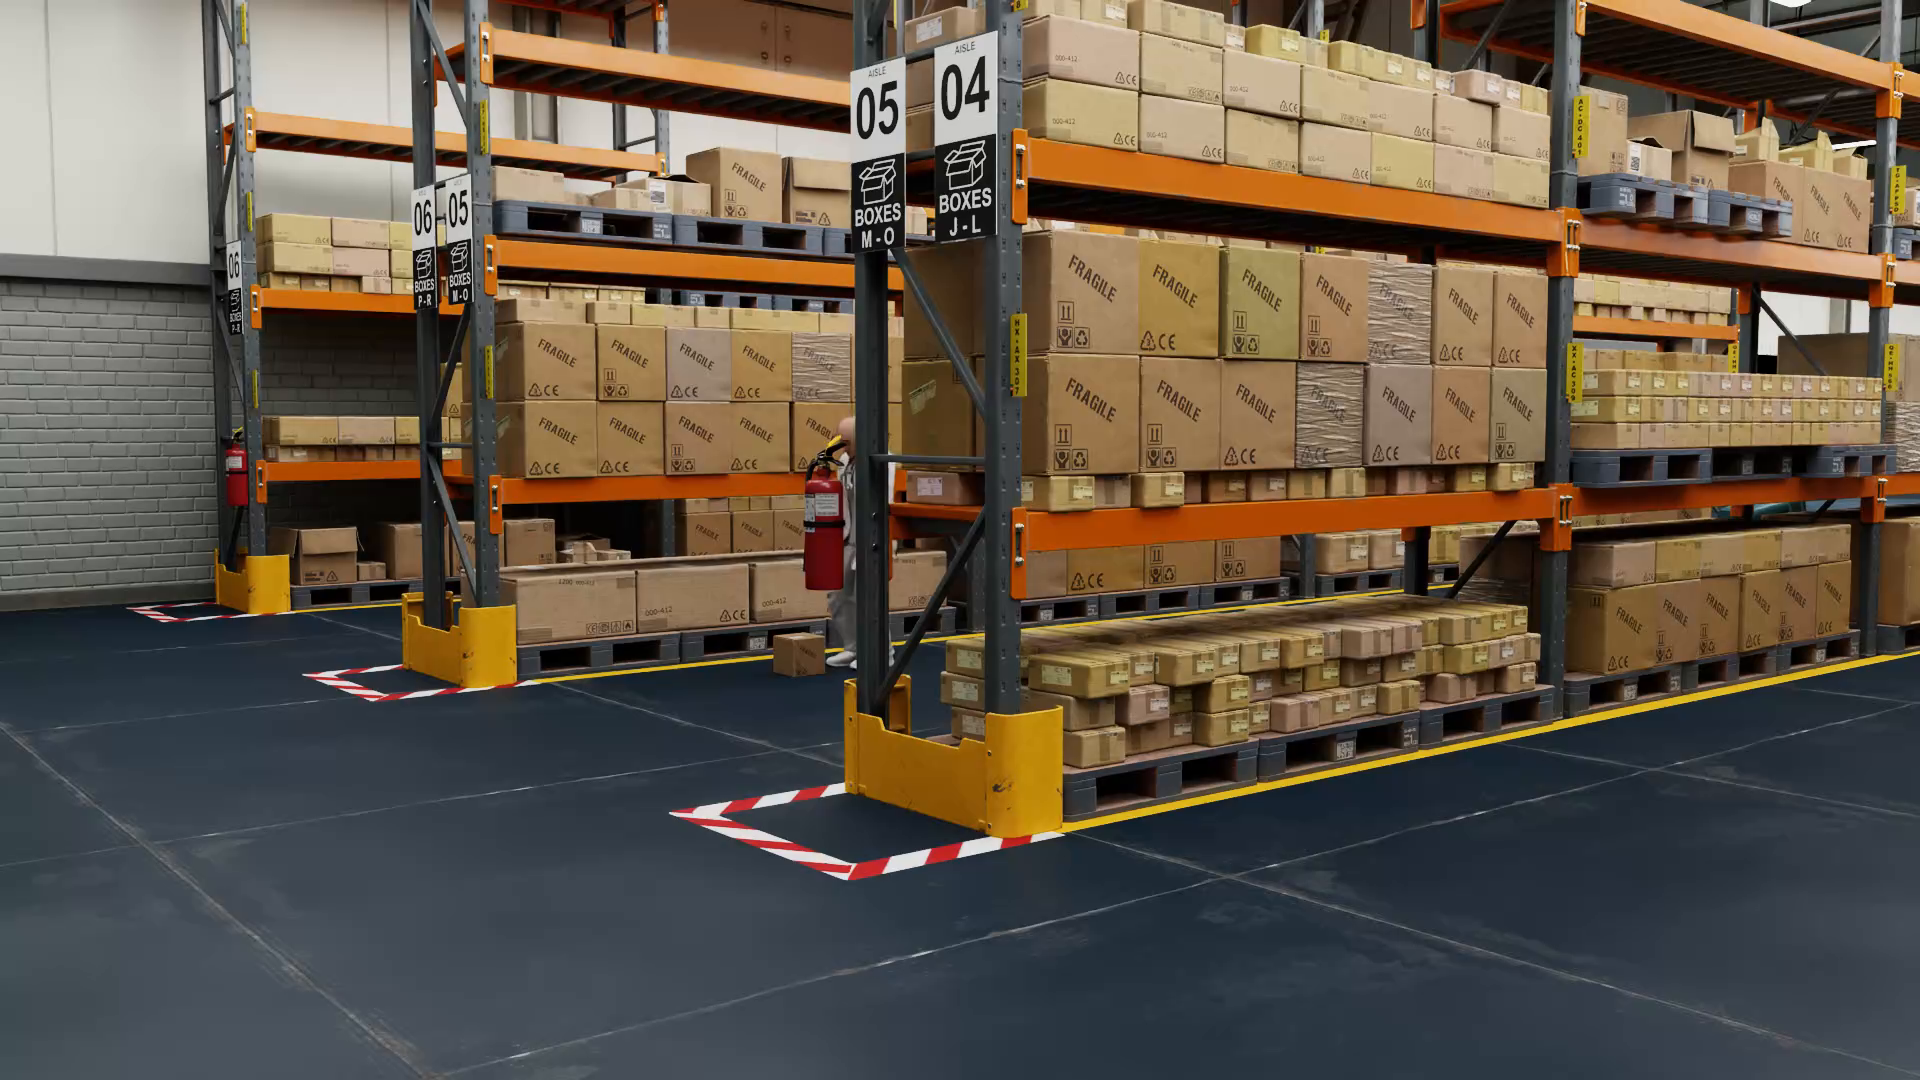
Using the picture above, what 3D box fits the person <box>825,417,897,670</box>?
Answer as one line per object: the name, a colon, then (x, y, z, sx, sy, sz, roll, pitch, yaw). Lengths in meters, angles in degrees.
person: (-0.650, 0.021, 11.248, 0.459, 1.703, 0.599, -3, 5, -37)
